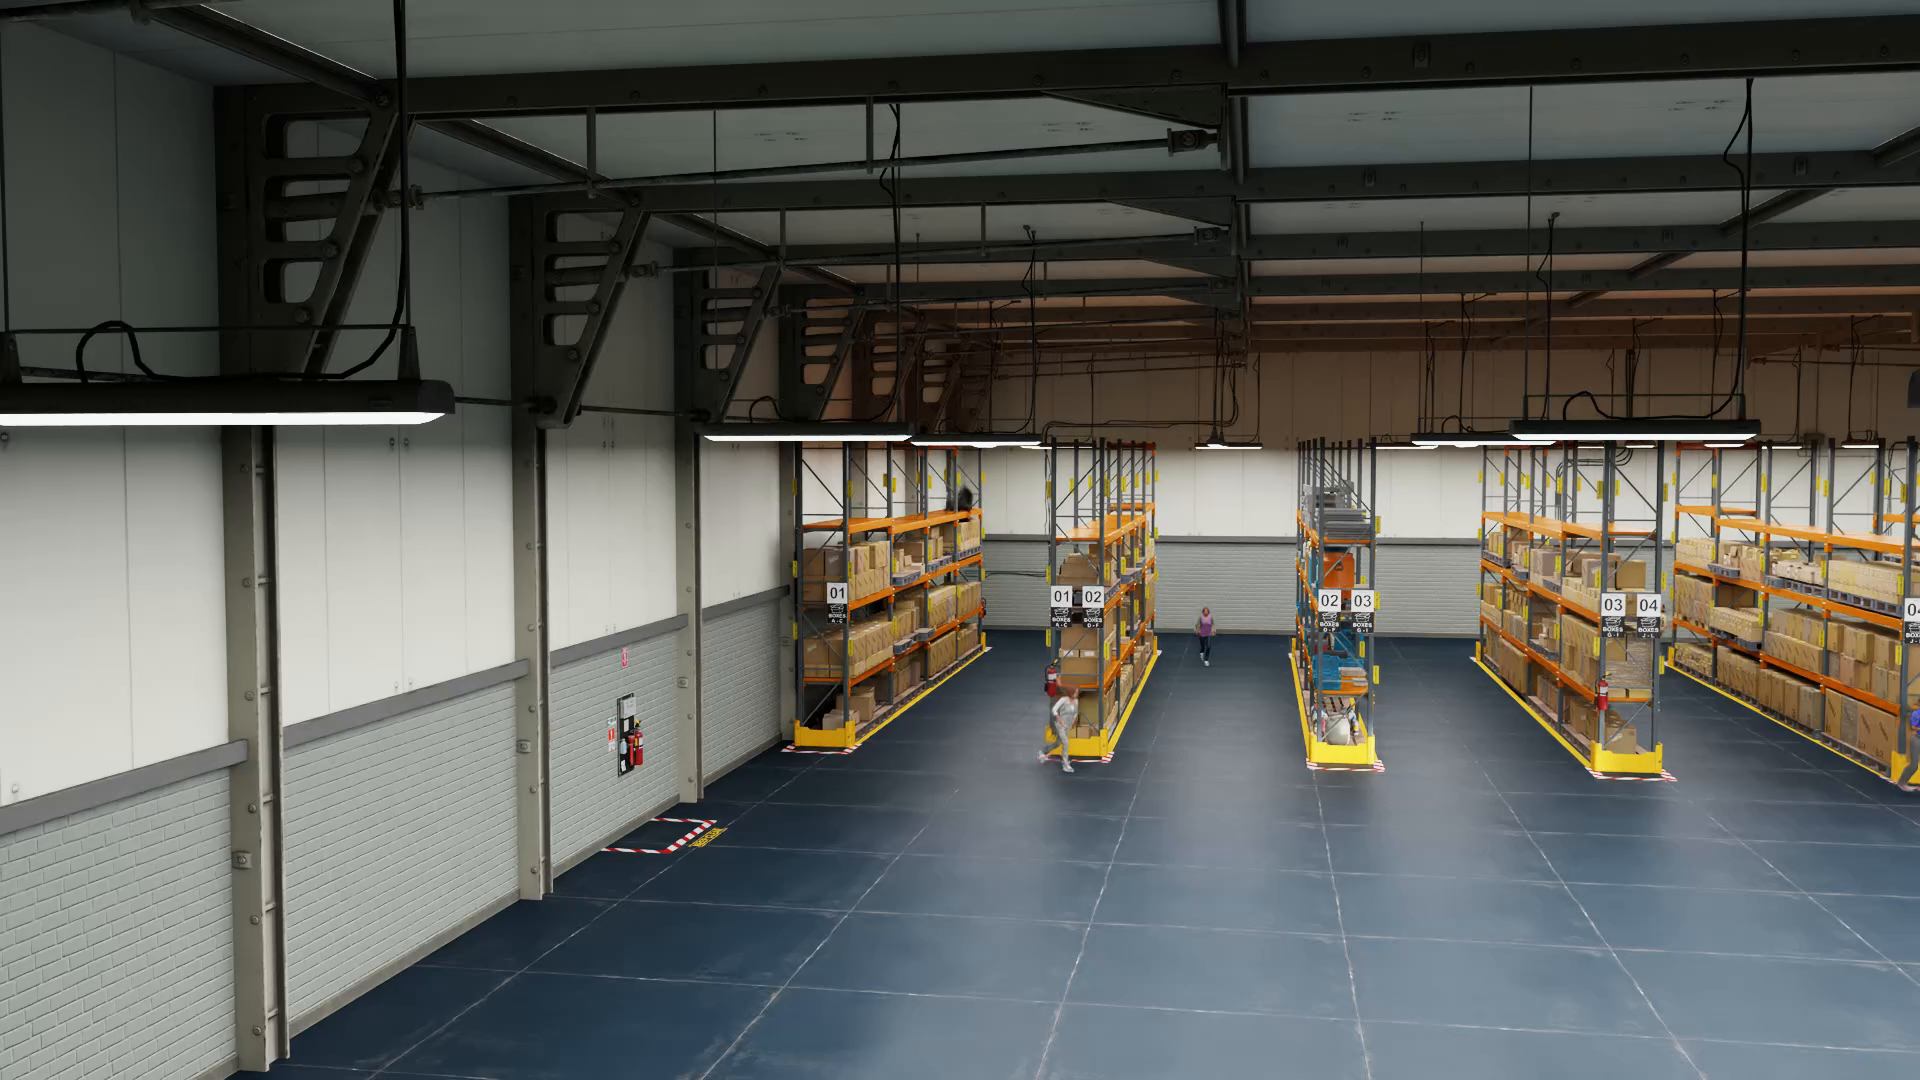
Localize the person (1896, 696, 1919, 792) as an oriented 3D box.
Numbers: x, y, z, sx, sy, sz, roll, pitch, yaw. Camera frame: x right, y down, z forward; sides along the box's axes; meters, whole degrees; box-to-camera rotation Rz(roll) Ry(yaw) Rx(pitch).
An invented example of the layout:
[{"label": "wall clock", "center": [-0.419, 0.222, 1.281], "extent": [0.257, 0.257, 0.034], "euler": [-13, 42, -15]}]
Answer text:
[{"label": "person", "center": [15.978, 3.436, 27.624], "extent": [0.579, 1.701, 0.746], "euler": [-1, 3, -23]}]

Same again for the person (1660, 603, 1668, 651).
[{"label": "person", "center": [19.292, 2.507, 45.914], "extent": [0.563, 1.564, 0.758], "euler": [-1, 3, -13]}]

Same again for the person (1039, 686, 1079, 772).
[{"label": "person", "center": [1.804, 3.379, 30.104], "extent": [0.517, 1.543, 0.853], "euler": [-3, 4, -41]}]

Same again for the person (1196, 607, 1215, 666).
[{"label": "person", "center": [6.625, 2.582, 44.919], "extent": [0.530, 1.570, 0.679], "euler": [0, 3, -2]}]
